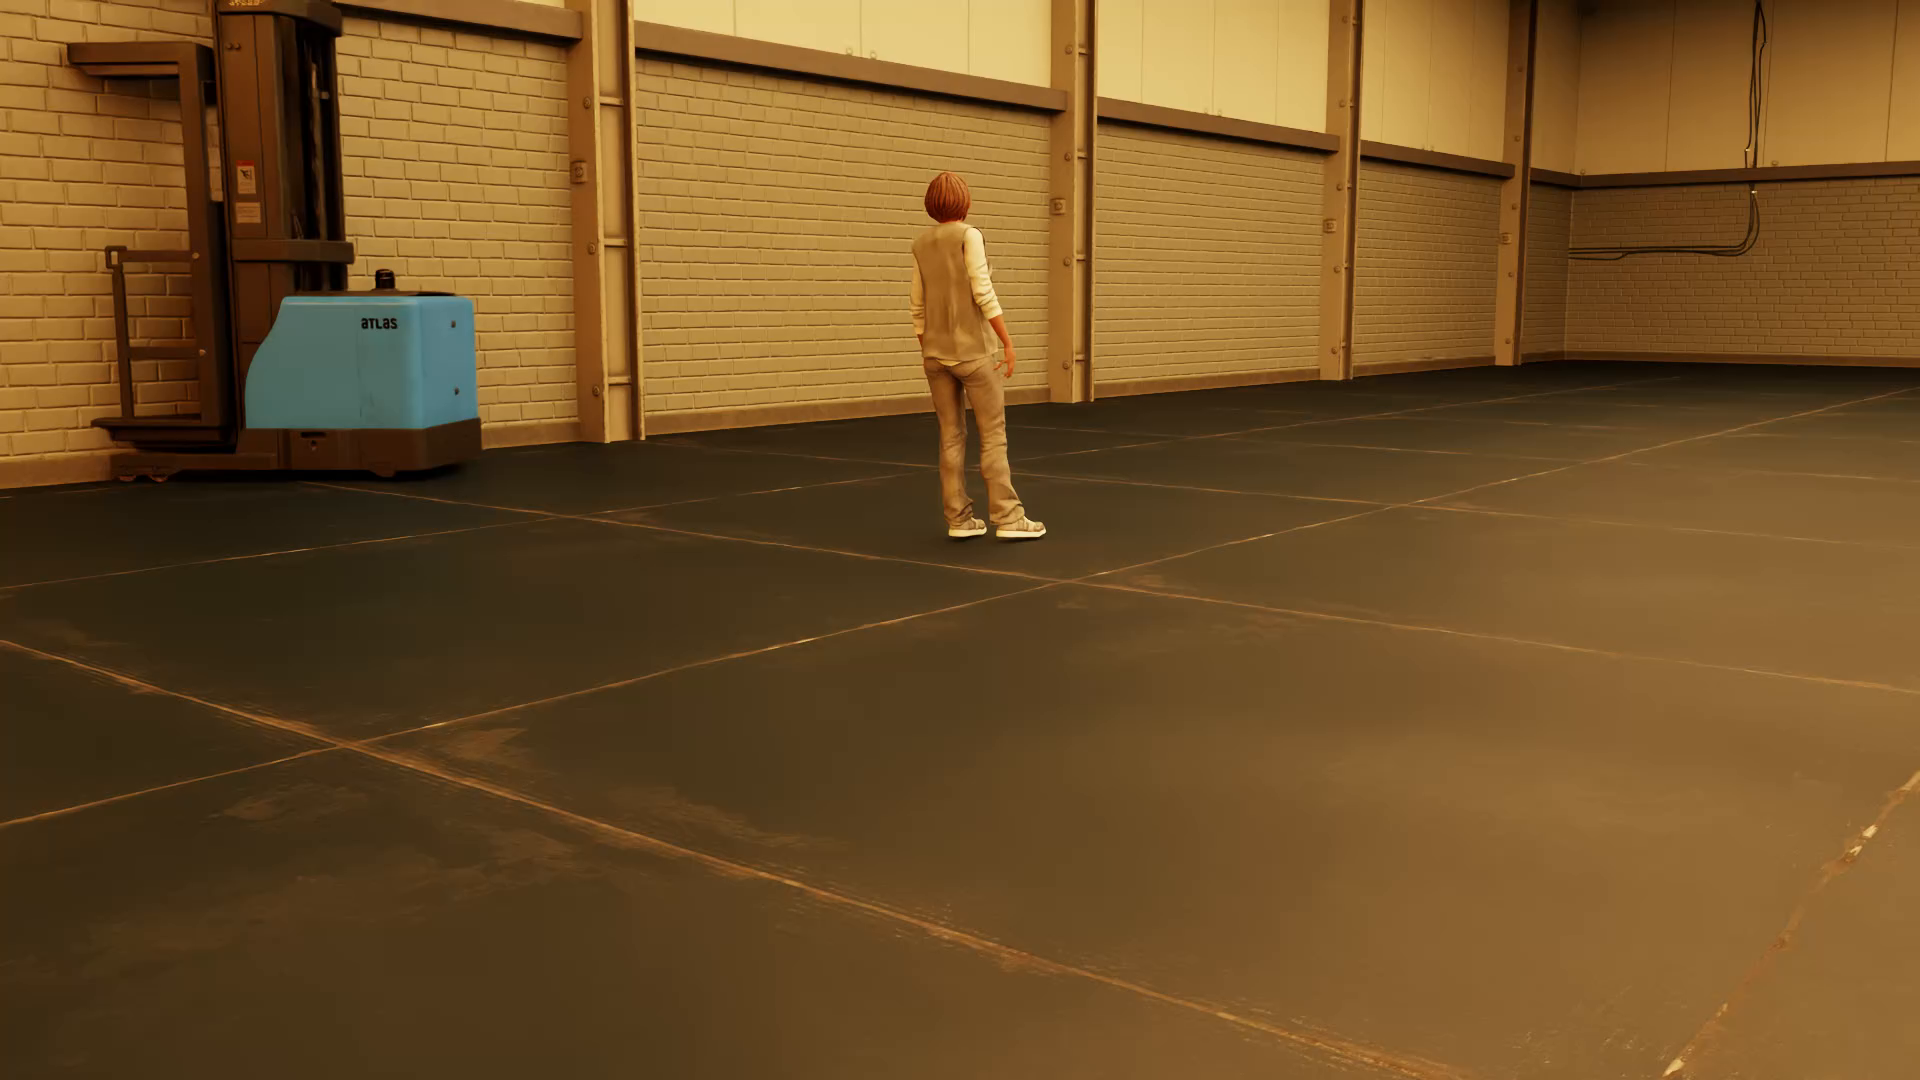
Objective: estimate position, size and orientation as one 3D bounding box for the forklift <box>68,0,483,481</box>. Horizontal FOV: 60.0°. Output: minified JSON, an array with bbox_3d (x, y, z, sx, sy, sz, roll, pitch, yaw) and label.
[{"bbox_3d":[-4.583,-1.872,10.074,3.031,2.935,1.130,1,8,4],"label":"forklift"}]

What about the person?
[{"bbox_3d":[0.057,-0.805,7.336,0.520,1.597,0.475,7,11,38],"label":"person"}]
